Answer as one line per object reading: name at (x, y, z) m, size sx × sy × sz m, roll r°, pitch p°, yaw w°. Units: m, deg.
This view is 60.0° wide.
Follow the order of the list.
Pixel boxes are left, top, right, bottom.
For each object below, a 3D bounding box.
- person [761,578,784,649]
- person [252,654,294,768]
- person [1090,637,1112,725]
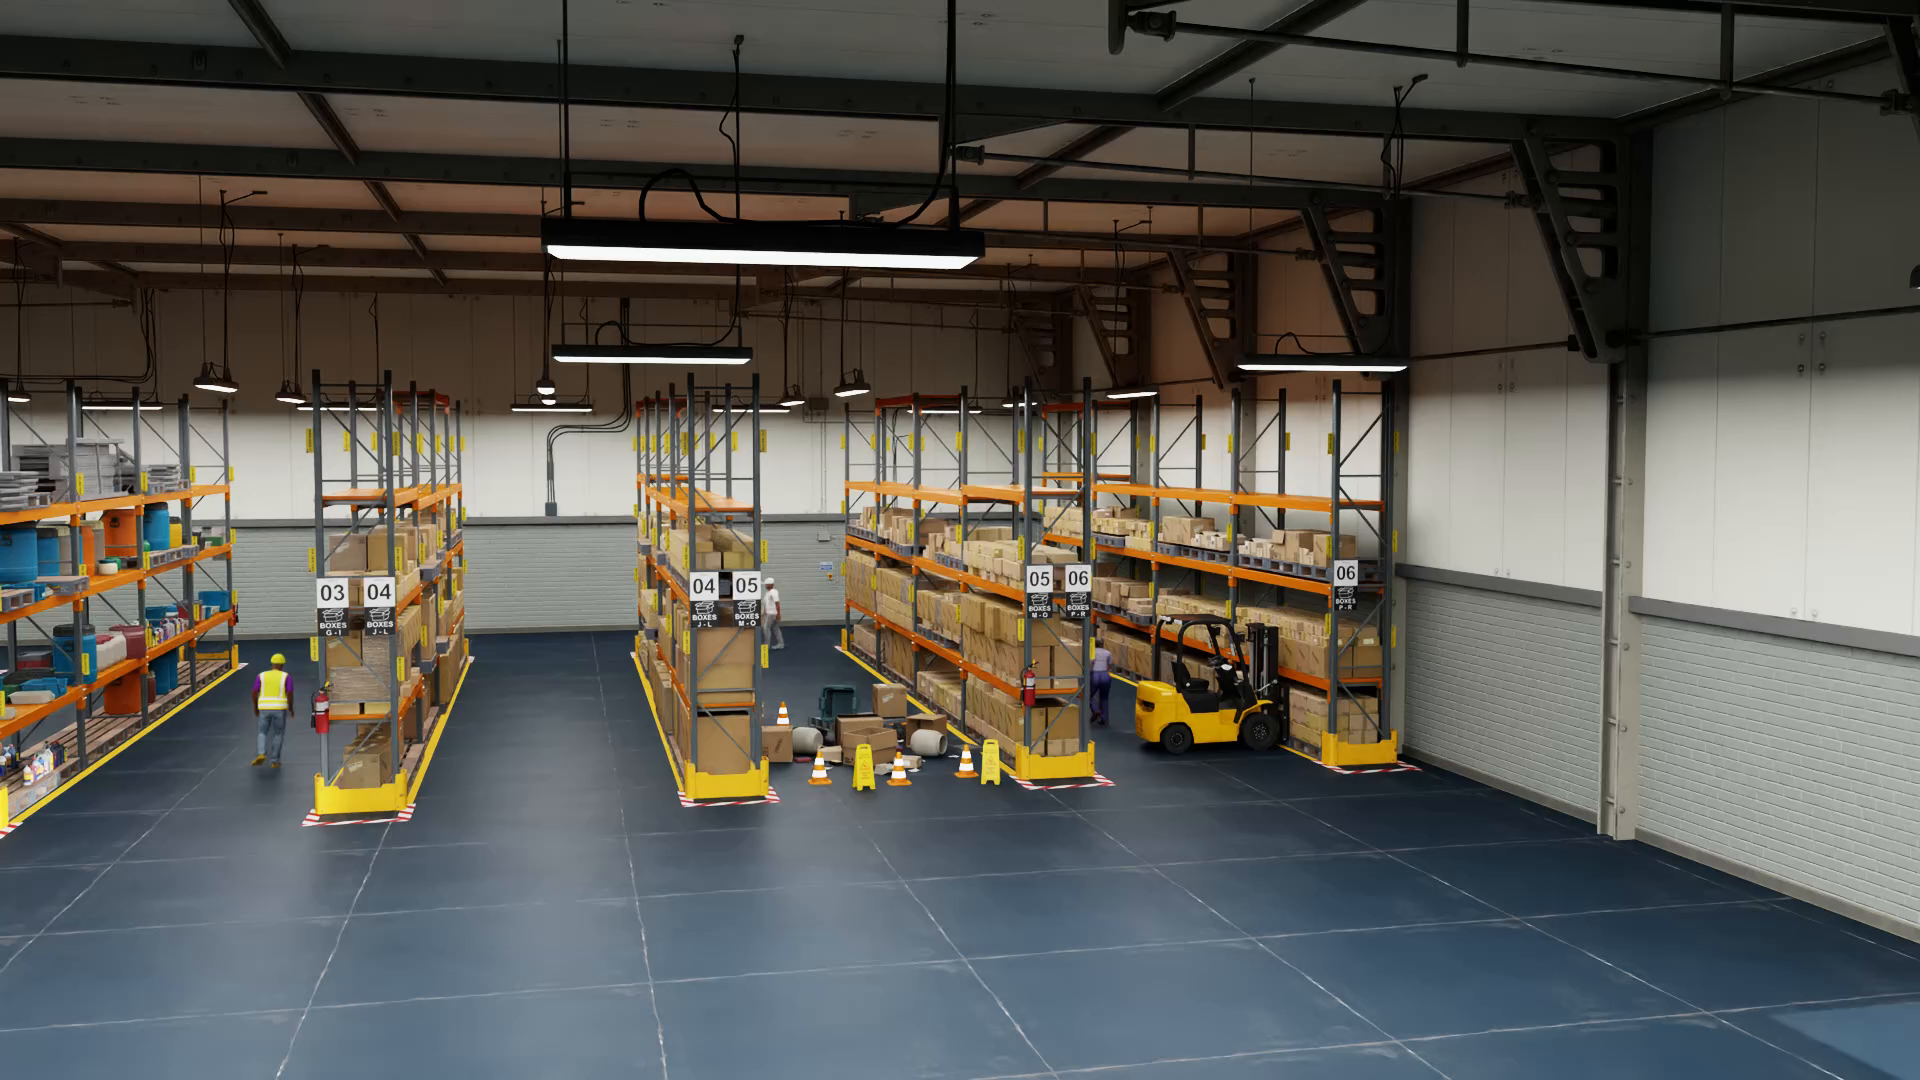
person at (-4.614, 1.792, 40.349) m, size 0.703 × 1.766 × 0.595 m, roll -1°, pitch 3°, yaw -12°
person at (-10.639, 2.651, 25.737) m, size 0.629 × 1.736 × 0.699 m, roll -1°, pitch 3°, yaw -10°
person at (2.477, 2.520, 29.839) m, size 0.575 × 1.536 × 0.721 m, roll -1°, pitch 3°, yaw -12°
